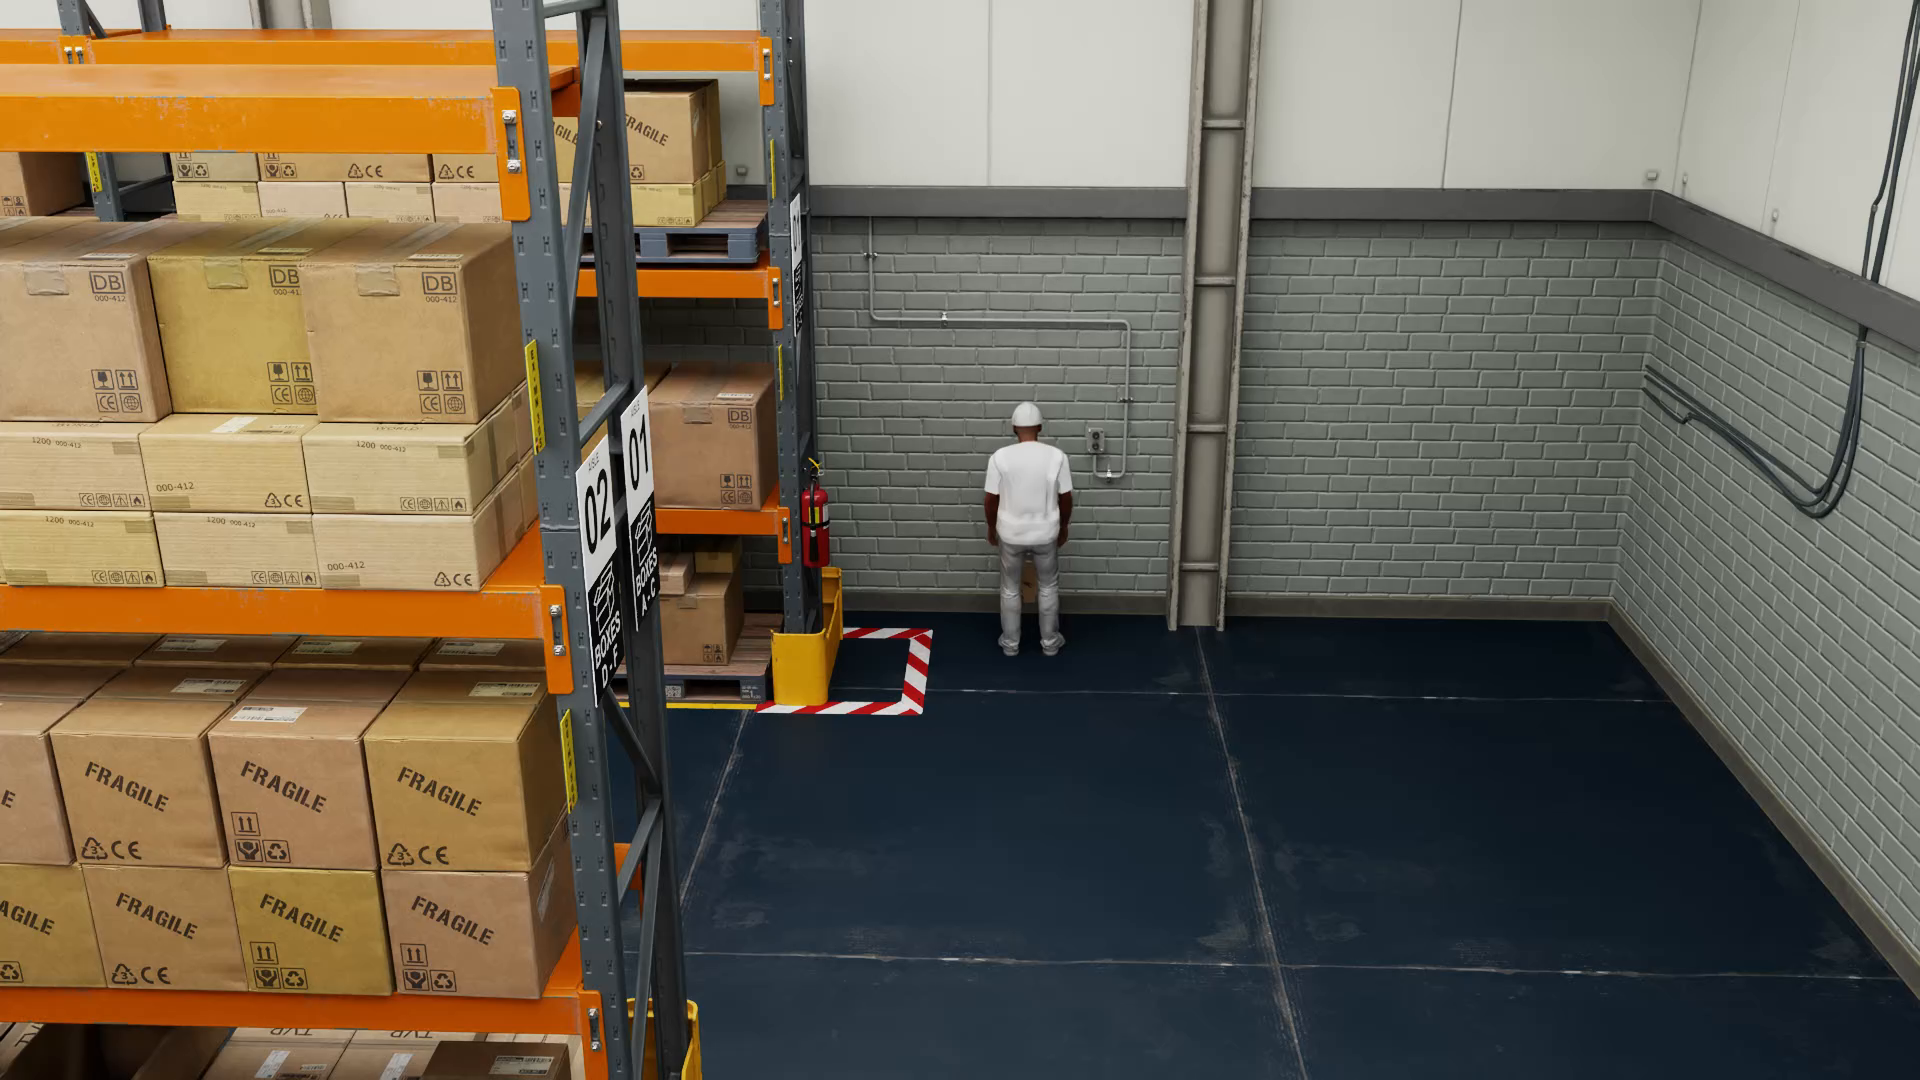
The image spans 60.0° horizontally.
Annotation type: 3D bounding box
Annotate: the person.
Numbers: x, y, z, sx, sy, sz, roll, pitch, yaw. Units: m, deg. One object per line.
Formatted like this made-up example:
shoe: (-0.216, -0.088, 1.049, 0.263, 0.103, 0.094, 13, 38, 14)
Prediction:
person: (0.458, -0.062, 11.212, 0.594, 1.764, 0.435, 0, 21, 0)
